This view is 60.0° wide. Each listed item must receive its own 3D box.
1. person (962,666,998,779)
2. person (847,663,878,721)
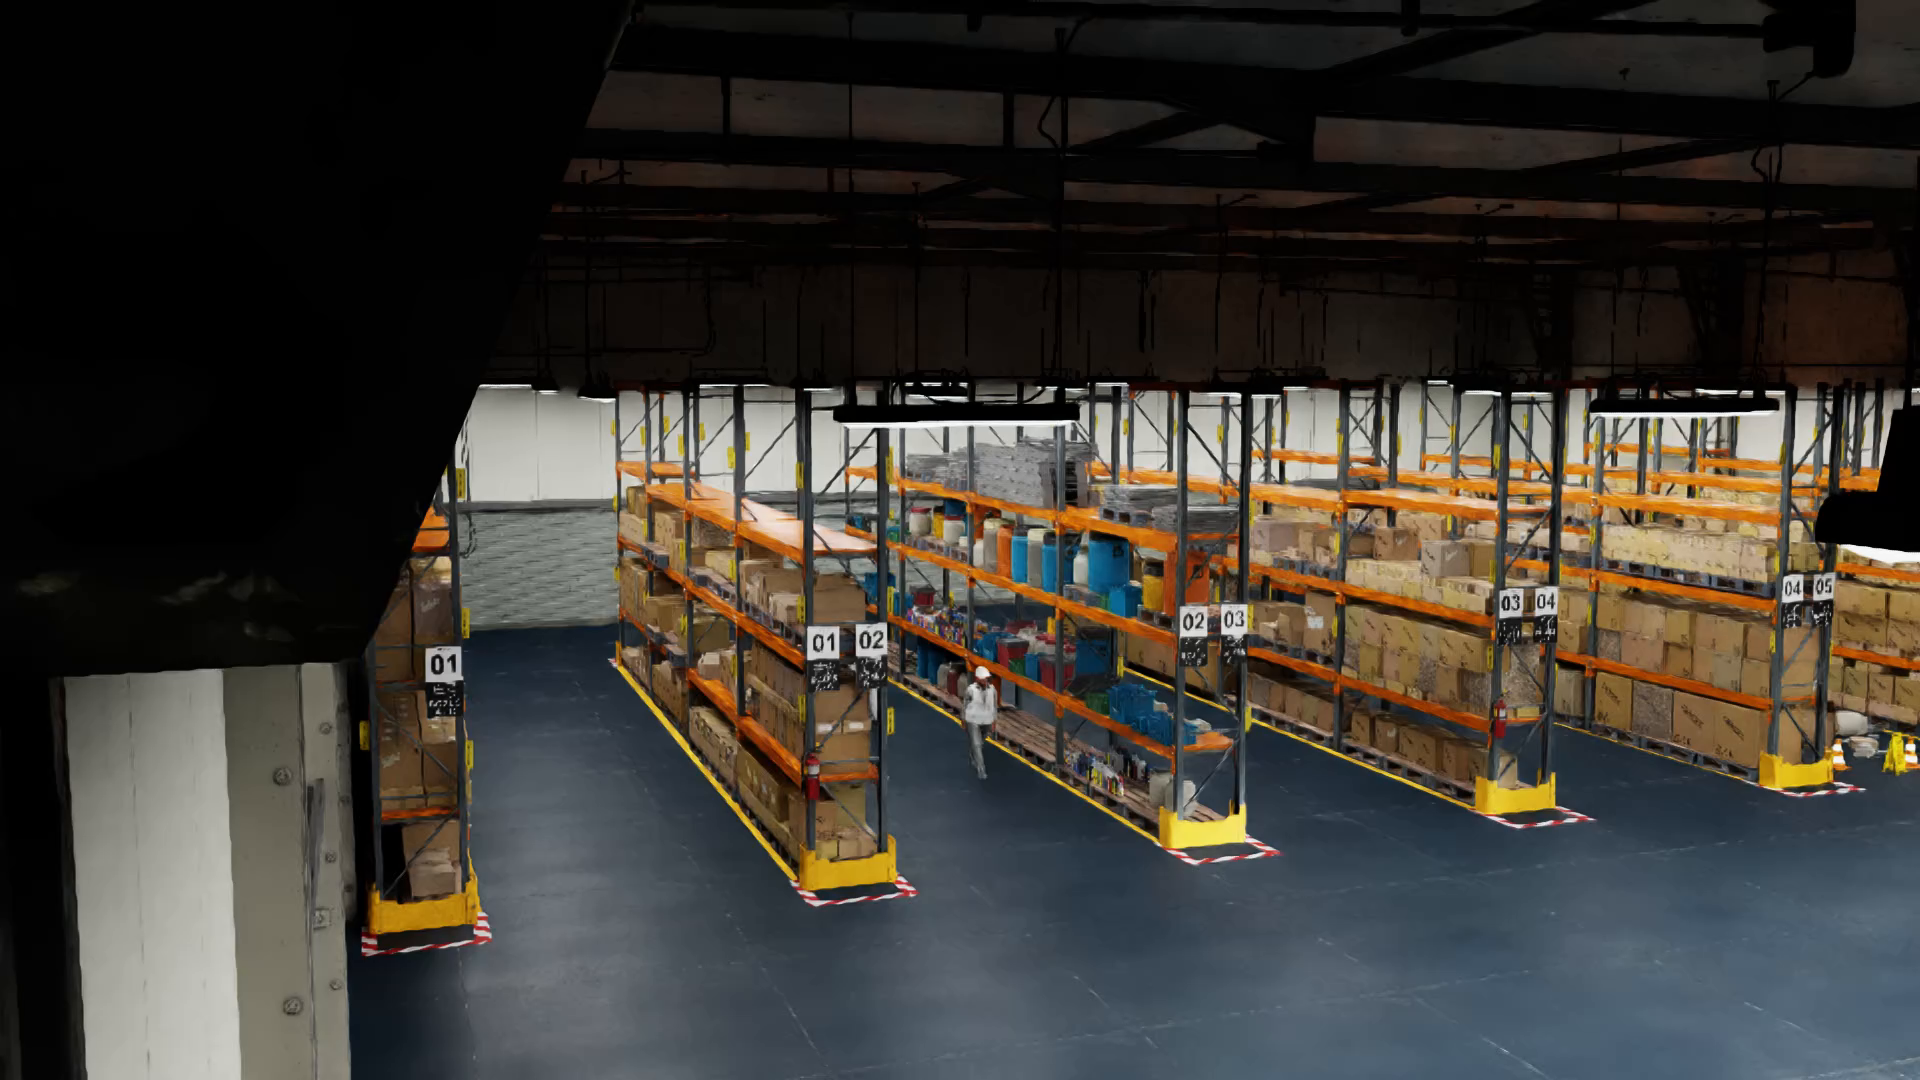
[{"bbox_3d":[0.335,2.768,25.635,0.543,1.700,1.119,-2,6,-22],"label":"person"},{"bbox_3d":[-1.730,2.338,29.629,0.598,1.698,1.194,-2,6,-17],"label":"person"}]
